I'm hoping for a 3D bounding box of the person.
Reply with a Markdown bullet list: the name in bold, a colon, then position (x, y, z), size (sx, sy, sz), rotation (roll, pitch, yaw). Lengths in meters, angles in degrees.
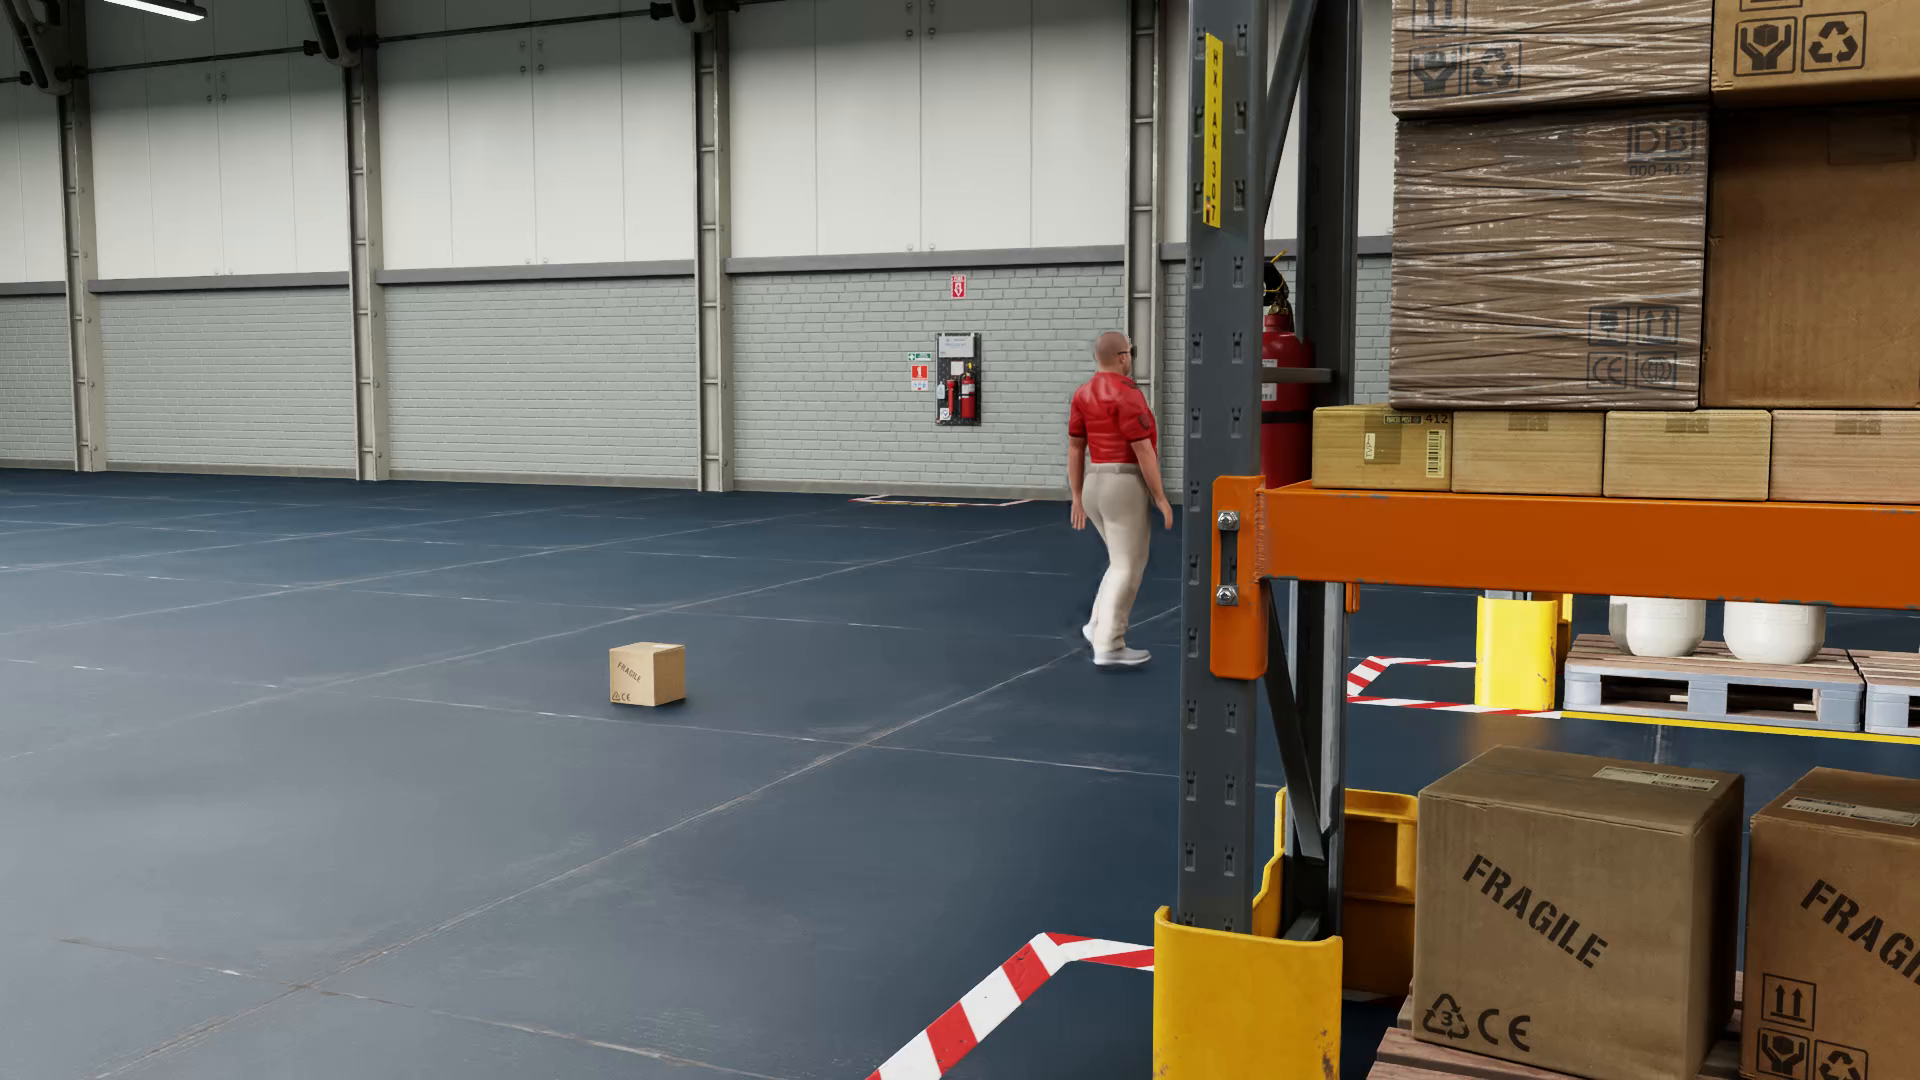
- **person**: position (0.863, -0.188, 8.608), size (0.463, 1.769, 0.538), rotation (-3, 6, -28)
